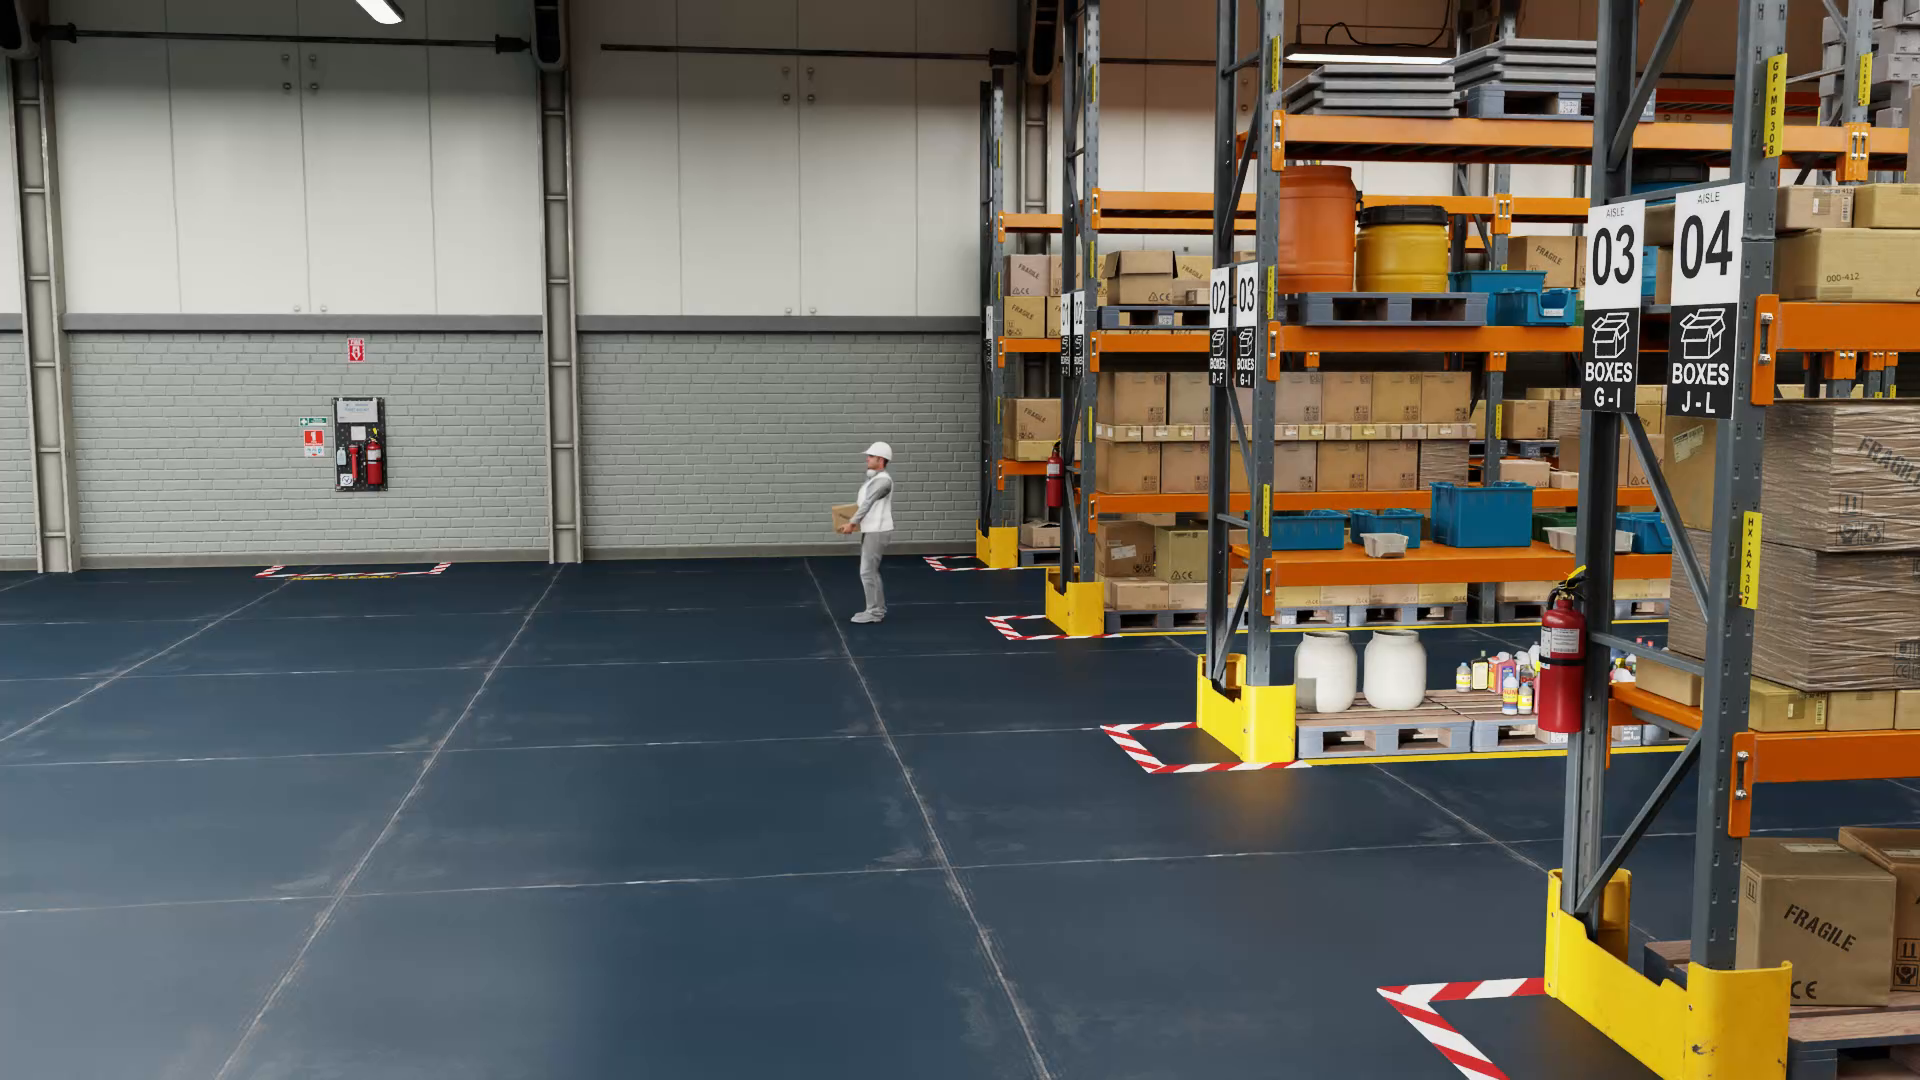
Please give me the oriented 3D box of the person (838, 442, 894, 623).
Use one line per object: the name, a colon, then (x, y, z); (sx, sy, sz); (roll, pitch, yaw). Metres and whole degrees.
person: (-0.926, -0.076, 16.314); (0.560, 1.762, 0.494); (-1, 6, -8)
